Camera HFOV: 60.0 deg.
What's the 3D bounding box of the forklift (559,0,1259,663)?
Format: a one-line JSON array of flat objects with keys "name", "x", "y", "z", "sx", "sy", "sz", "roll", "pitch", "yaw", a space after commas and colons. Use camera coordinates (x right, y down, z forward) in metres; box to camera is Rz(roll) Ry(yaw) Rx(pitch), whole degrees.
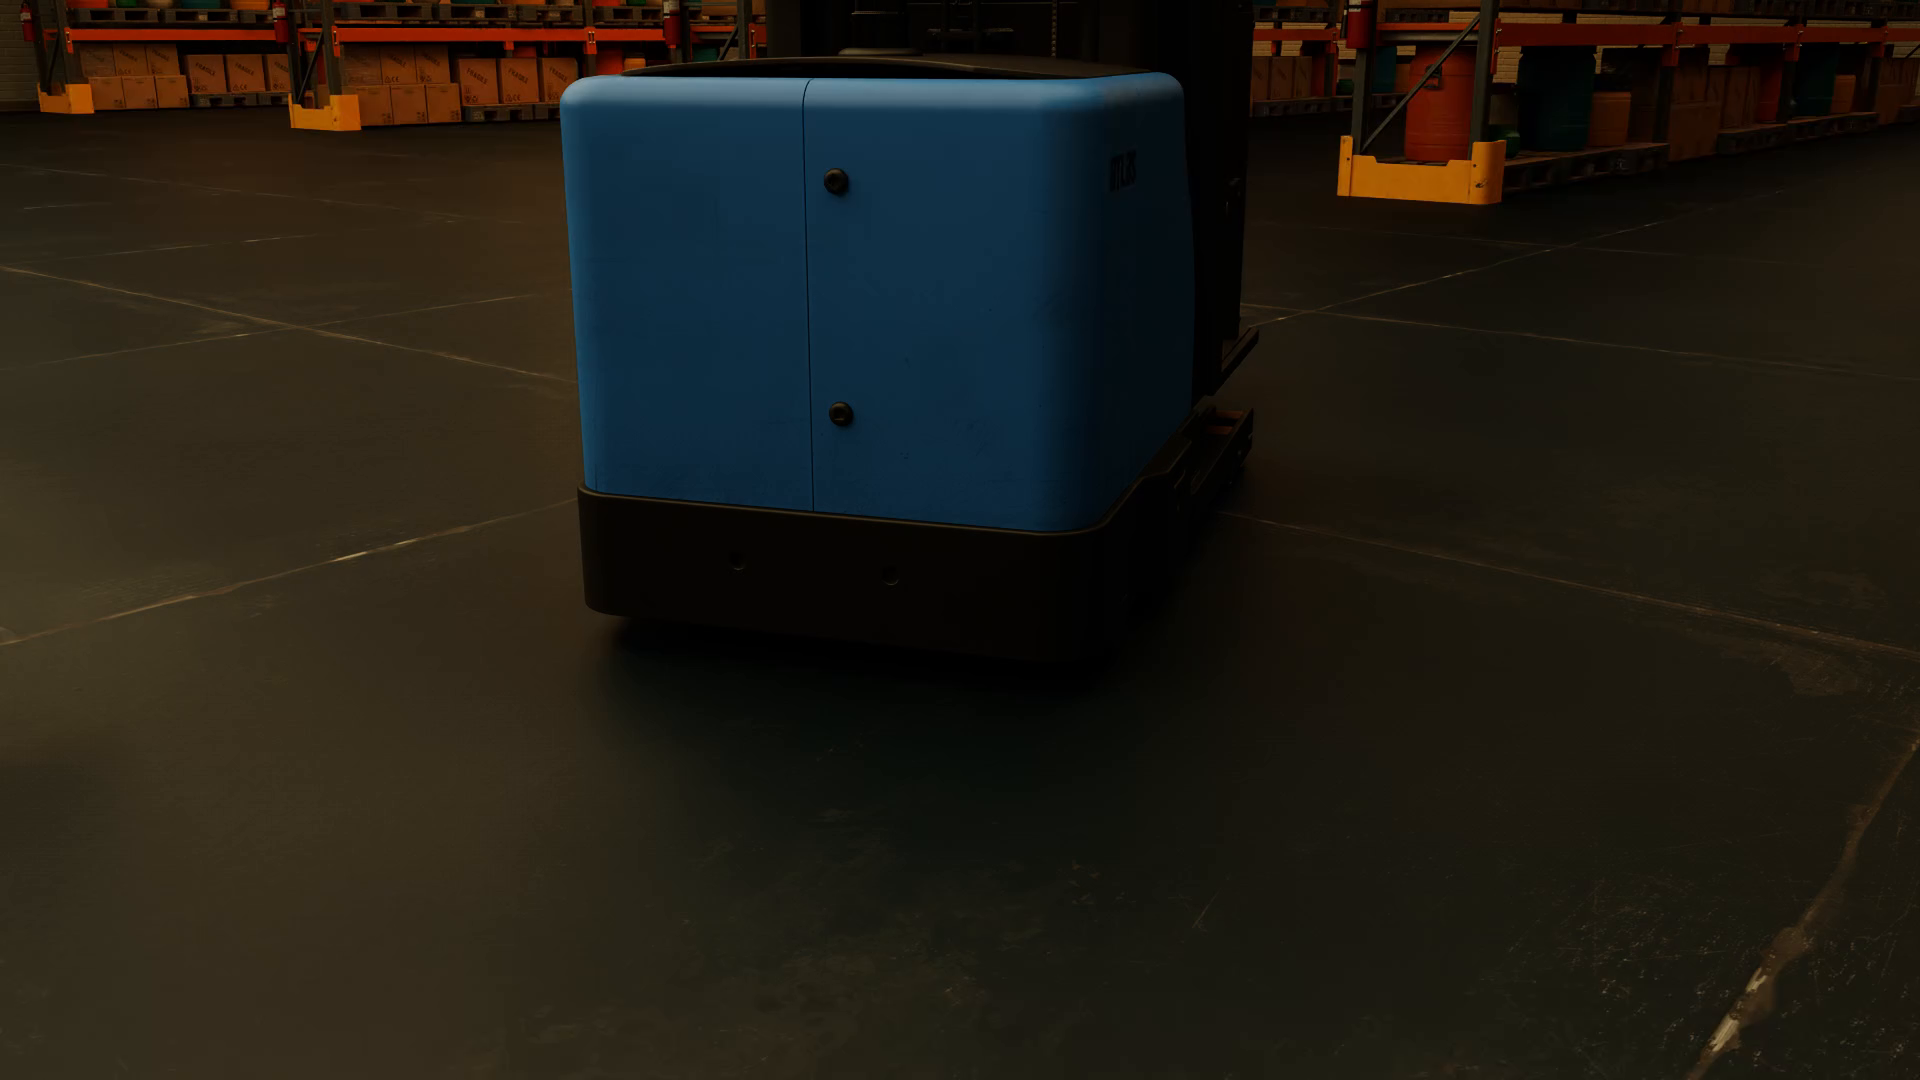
[{"name": "forklift", "x": 0.182, "y": -1.571, "z": 4.072, "sx": 1.130, "sy": 2.935, "sz": 3.031, "roll": 5, "pitch": 18, "yaw": 17}]
